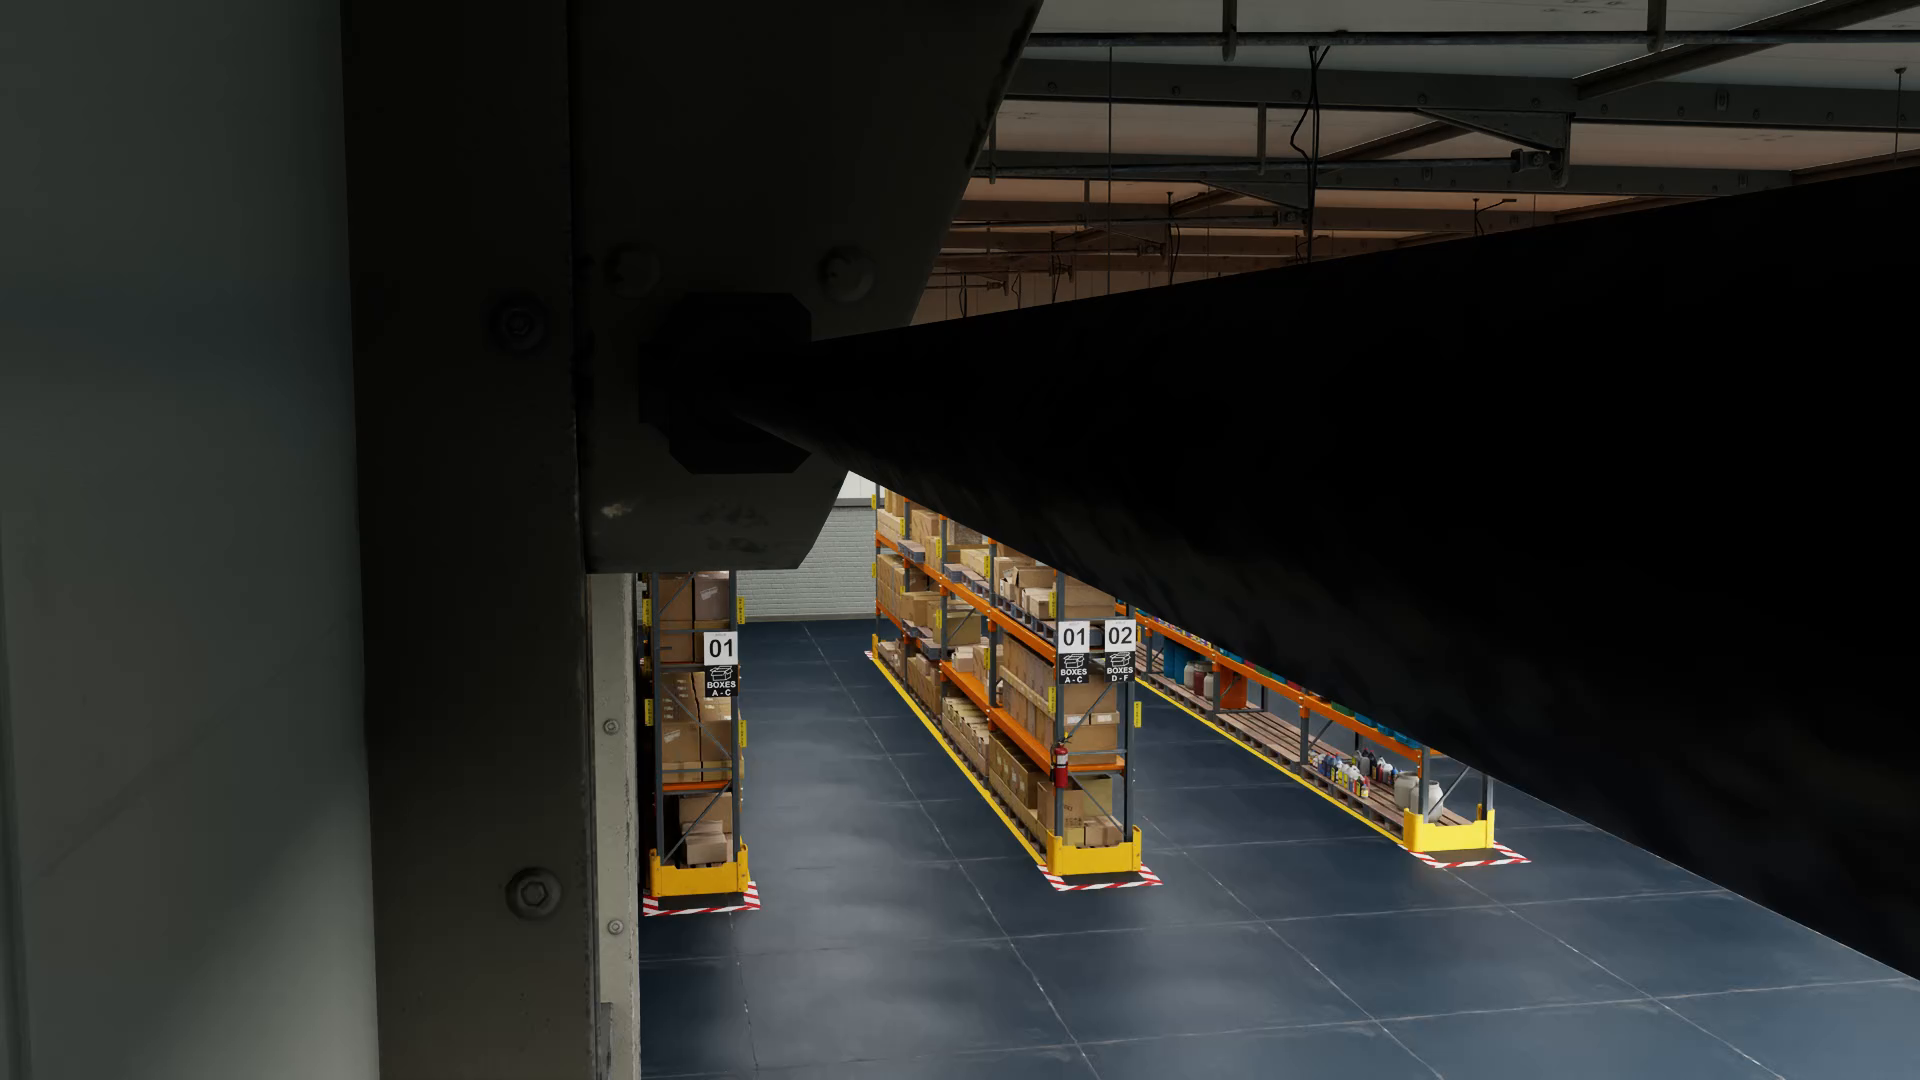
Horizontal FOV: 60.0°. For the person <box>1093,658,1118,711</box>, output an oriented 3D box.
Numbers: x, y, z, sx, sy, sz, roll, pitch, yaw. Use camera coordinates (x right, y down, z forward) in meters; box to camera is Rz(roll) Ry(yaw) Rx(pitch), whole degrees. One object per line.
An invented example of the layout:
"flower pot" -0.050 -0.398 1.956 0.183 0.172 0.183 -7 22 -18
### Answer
"person" 2.534 2.511 29.357 0.553 1.758 0.778 -2 6 -17
